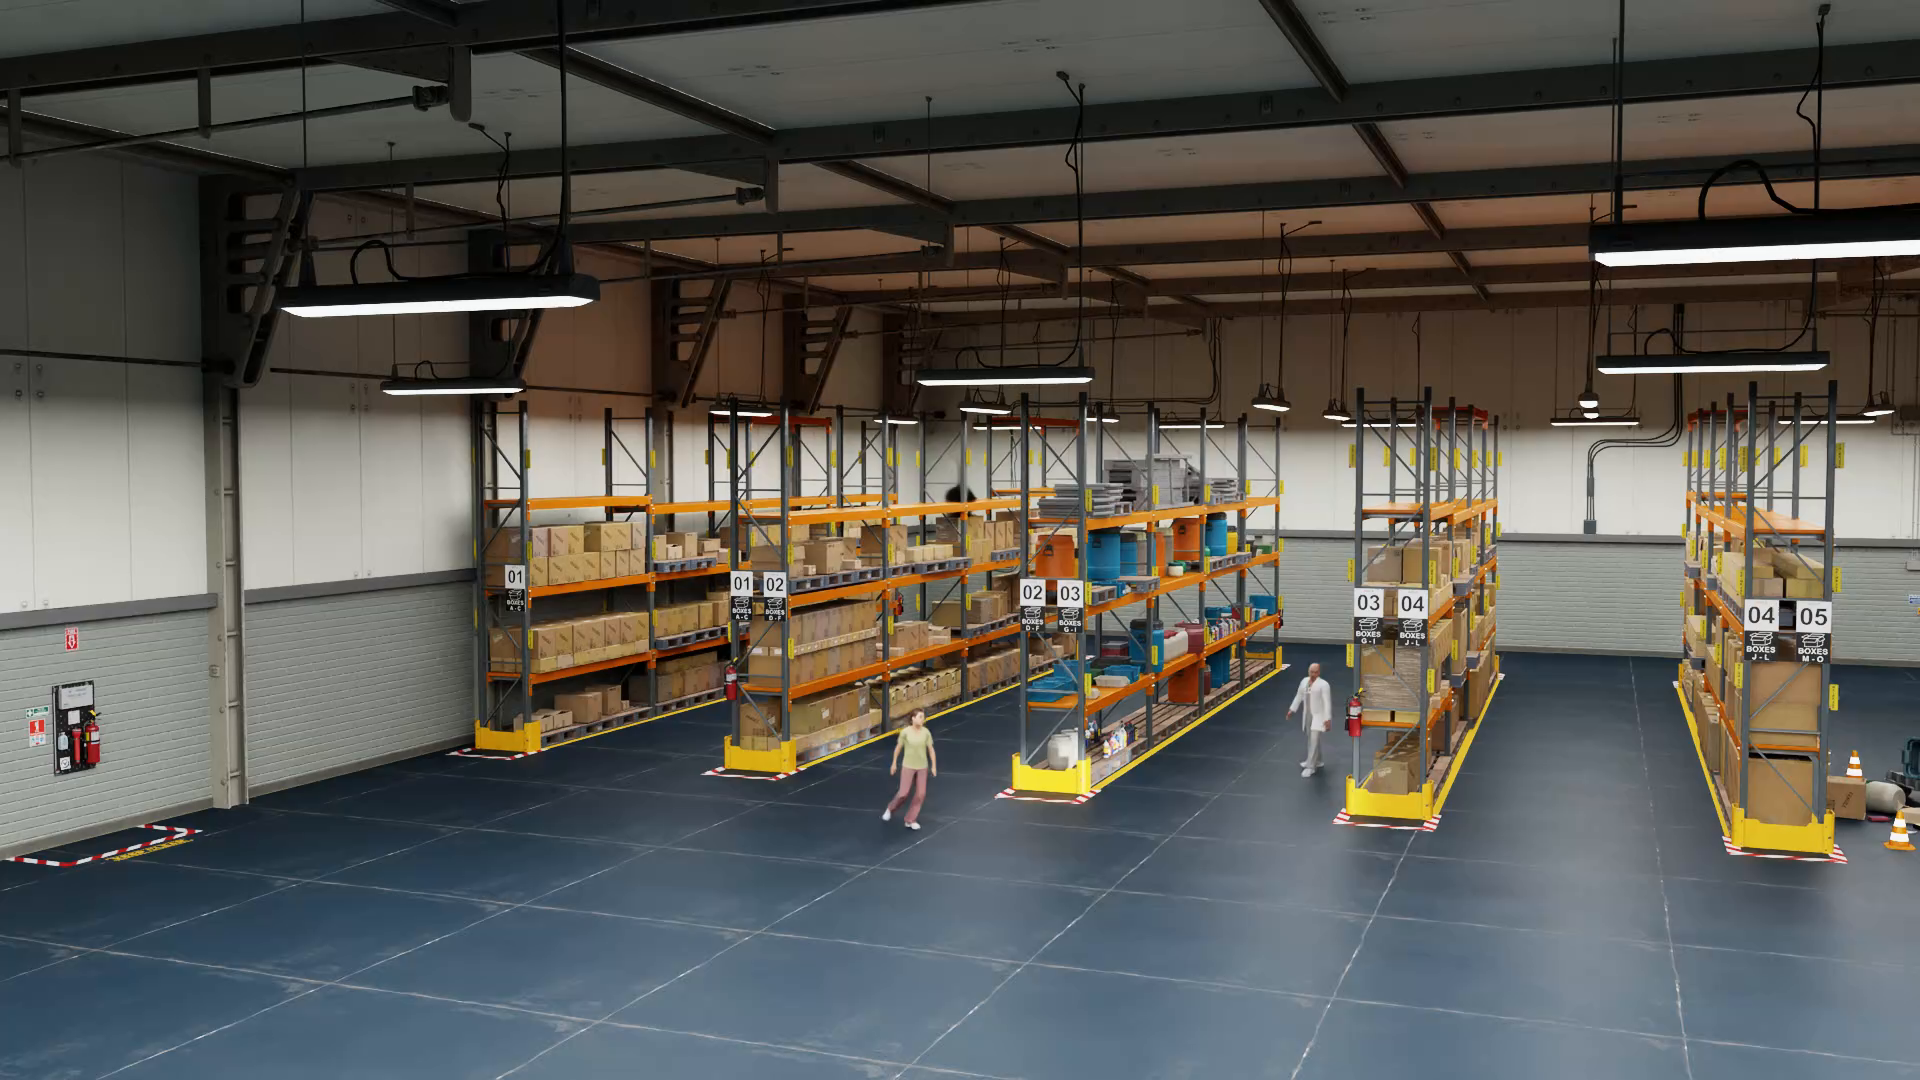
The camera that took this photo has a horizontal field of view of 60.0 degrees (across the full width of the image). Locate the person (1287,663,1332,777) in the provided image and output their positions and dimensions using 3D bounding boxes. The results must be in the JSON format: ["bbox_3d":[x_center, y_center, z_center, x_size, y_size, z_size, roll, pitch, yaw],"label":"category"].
[{"bbox_3d":[5.612,2.837,26.536,0.832,1.775,0.762,-2,3,-34],"label":"person"}]

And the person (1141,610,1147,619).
[{"bbox_3d":[4.118,2.377,37.119,0.556,1.620,0.730,1,3,28],"label":"person"}]

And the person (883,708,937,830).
[{"bbox_3d":[-0.697,3.082,22.552,0.692,1.638,0.517,-1,3,-17],"label":"person"}]
